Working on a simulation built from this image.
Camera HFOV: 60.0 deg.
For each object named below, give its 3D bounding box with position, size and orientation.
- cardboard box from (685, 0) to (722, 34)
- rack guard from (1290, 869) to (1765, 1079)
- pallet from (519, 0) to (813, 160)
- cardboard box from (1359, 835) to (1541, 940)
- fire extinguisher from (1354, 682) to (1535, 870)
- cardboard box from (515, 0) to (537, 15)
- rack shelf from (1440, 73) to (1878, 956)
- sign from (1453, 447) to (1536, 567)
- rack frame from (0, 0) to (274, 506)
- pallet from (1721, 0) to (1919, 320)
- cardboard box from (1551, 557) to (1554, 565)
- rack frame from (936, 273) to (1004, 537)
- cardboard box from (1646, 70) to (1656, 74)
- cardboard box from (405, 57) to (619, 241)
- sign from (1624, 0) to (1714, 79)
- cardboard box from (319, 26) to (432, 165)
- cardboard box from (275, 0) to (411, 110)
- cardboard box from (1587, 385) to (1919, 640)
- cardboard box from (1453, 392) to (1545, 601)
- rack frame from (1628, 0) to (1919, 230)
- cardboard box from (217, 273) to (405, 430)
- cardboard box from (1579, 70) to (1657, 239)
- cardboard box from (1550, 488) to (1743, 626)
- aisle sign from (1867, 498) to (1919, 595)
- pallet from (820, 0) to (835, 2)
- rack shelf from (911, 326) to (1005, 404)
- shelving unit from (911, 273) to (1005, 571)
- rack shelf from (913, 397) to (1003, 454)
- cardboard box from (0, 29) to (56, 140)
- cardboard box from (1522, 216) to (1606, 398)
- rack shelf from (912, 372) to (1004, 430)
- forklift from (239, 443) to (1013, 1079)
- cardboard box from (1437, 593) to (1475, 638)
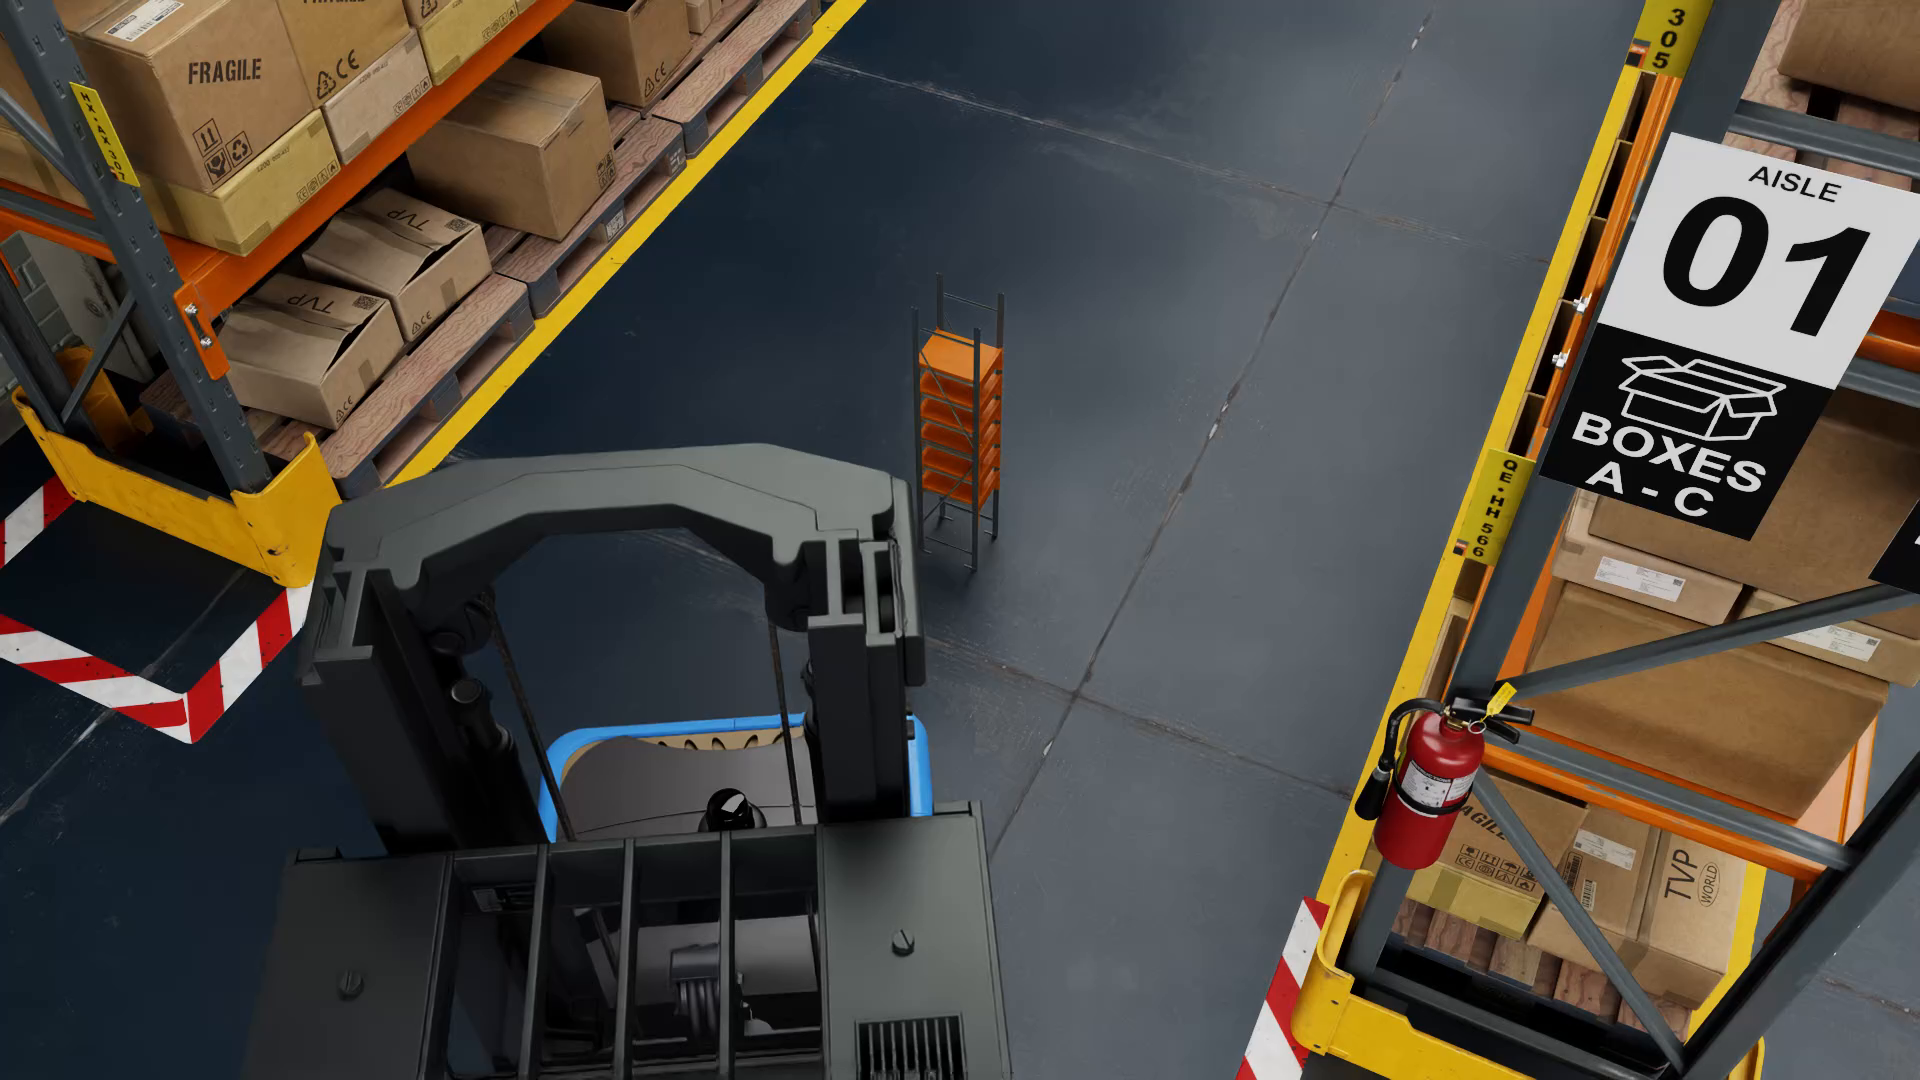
[{"bbox_3d":[-1.390,-2.634,8.094,0.380,0.166,0.250,14,51,11],"label":"cardboard box"},{"bbox_3d":[1.573,1.402,4.729,1.175,0.500,0.348,20,52,16],"label":"rack guard"},{"bbox_3d":[-1.444,-2.411,8.163,1.003,0.211,1.213,20,52,16],"label":"pallet"},{"bbox_3d":[1.545,0.865,5.074,0.500,0.250,0.500,20,52,16],"label":"cardboard box"},{"bbox_3d":[1.113,0.531,3.880,0.296,0.674,0.183,20,52,16],"label":"fire extinguisher"},{"bbox_3d":[-1.752,-2.283,6.308,0.500,0.250,0.500,20,53,16],"label":"cardboard box"},{"bbox_3d":[2.437,-0.569,5.237,1.077,0.370,4.000,20,52,16],"label":"rack shelf"},{"bbox_3d":[1.098,-0.063,3.418,0.100,0.325,0.005,20,52,16],"label":"sign"},{"bbox_3d":[-2.897,-1.034,5.160,1.000,3.000,0.127,20,52,16],"label":"rack frame"},{"bbox_3d":[1.909,-0.846,3.089,1.003,0.211,1.213,20,52,16],"label":"pallet"},{"bbox_3d":[2.014,-0.137,4.332,0.700,0.500,0.500,21,53,17],"label":"cardboard box"},{"bbox_3d":[0.033,-0.442,5.838,0.240,1.200,0.006,20,52,16],"label":"rack frame"},{"bbox_3d":[3.206,-1.978,7.125,0.500,0.311,0.500,20,52,16],"label":"cardboard box"},{"bbox_3d":[-1.918,-1.695,7.075,0.700,0.500,0.500,17,52,14],"label":"cardboard box"},{"bbox_3d":[1.098,-0.844,2.500,0.100,0.325,0.005,20,52,16],"label":"sign"},{"bbox_3d":[-2.193,-1.587,5.716,0.500,0.250,0.500,18,52,15],"label":"cardboard box"},{"bbox_3d":[-2.202,-1.803,5.407,0.500,0.500,0.500,20,52,16],"label":"cardboard box"},{"bbox_3d":[1.817,-0.231,3.560,0.700,0.500,0.500,20,52,16],"label":"cardboard box"},{"bbox_3d":[1.957,-0.072,5.379,0.500,0.500,0.500,20,52,16],"label":"cardboard box"},{"bbox_3d":[1.583,-1.369,1.506,1.000,3.000,0.127,20,52,16],"label":"rack frame"},{"bbox_3d":[-2.520,-0.752,6.397,0.500,0.311,0.500,14,51,12],"label":"cardboard box"},{"bbox_3d":[2.811,-1.450,6.551,0.500,0.500,0.500,20,52,16],"label":"cardboard box"},{"bbox_3d":[1.574,0.008,3.782,0.380,0.149,0.250,19,52,15],"label":"cardboard box"},{"bbox_3d":[1.832,-0.122,2.677,0.394,0.787,0.004,20,52,16],"label":"aisle sign"},{"bbox_3d":[-0.857,-3.421,9.022,1.003,0.211,1.213,20,52,16],"label":"pallet"},{"bbox_3d":[-0.006,-0.583,5.544,0.258,0.103,0.180,20,52,16],"label":"rack shelf"},{"bbox_3d":[-0.006,-0.379,5.785,0.258,1.200,0.189,20,52,16],"label":"shelving unit"},{"bbox_3d":[-0.006,-0.428,5.727,0.258,0.103,0.180,20,52,16],"label":"rack shelf"},{"bbox_3d":[-2.888,-1.628,5.259,0.500,0.500,0.500,19,52,16],"label":"cardboard box"},{"bbox_3d":[2.384,-0.761,5.965,0.500,0.500,0.500,20,52,16],"label":"cardboard box"},{"bbox_3d":[-0.006,-0.506,5.636,0.258,0.103,0.180,20,52,16],"label":"rack shelf"},{"bbox_3d":[-0.479,1.343,3.183,1.130,2.935,3.031,-4,50,-3],"label":"forklift"},{"bbox_3d":[1.960,0.172,5.664,0.500,0.250,0.500,20,52,16],"label":"cardboard box"}]
